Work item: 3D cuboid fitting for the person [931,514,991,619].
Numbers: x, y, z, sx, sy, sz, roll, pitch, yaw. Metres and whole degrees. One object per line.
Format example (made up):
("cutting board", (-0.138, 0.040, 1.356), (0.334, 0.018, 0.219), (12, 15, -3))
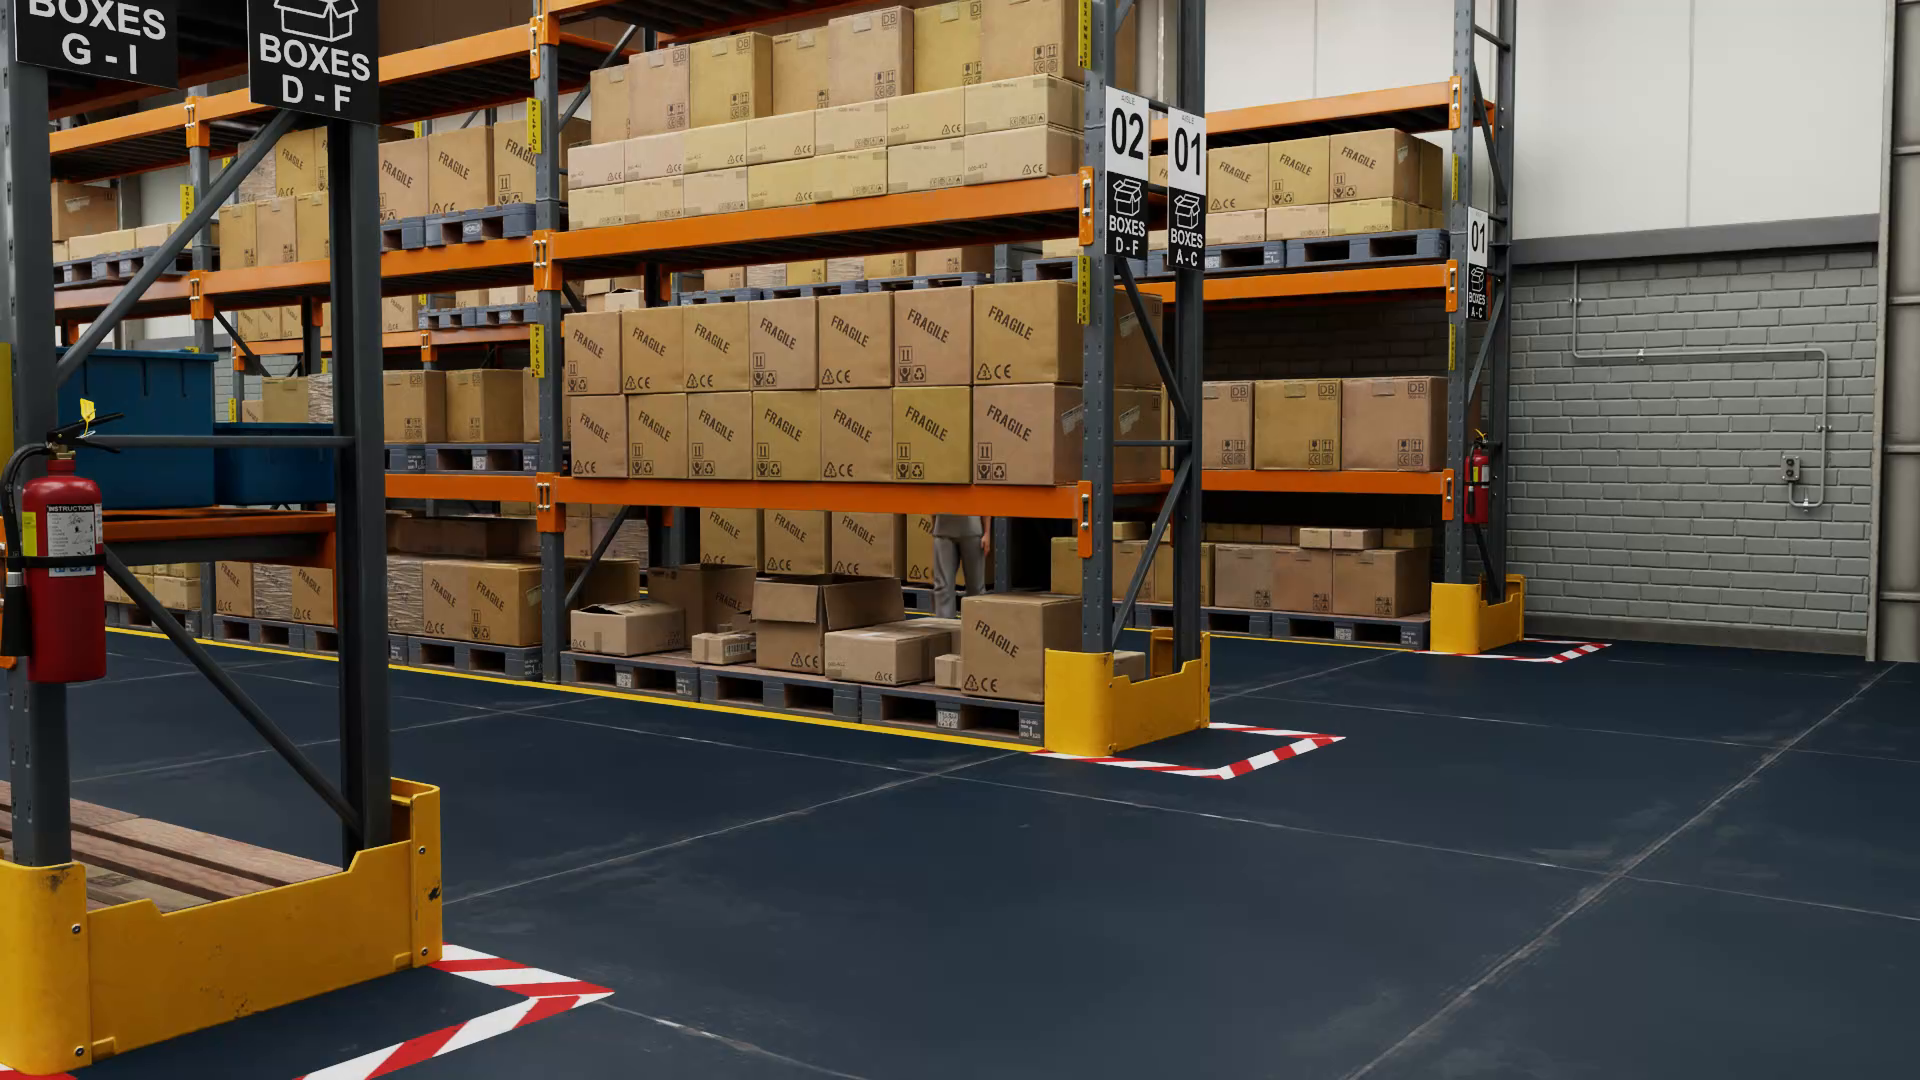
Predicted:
("person", (-0.021, -0.009, 11.526), (0.467, 1.665, 0.718), (1, 3, 17))
